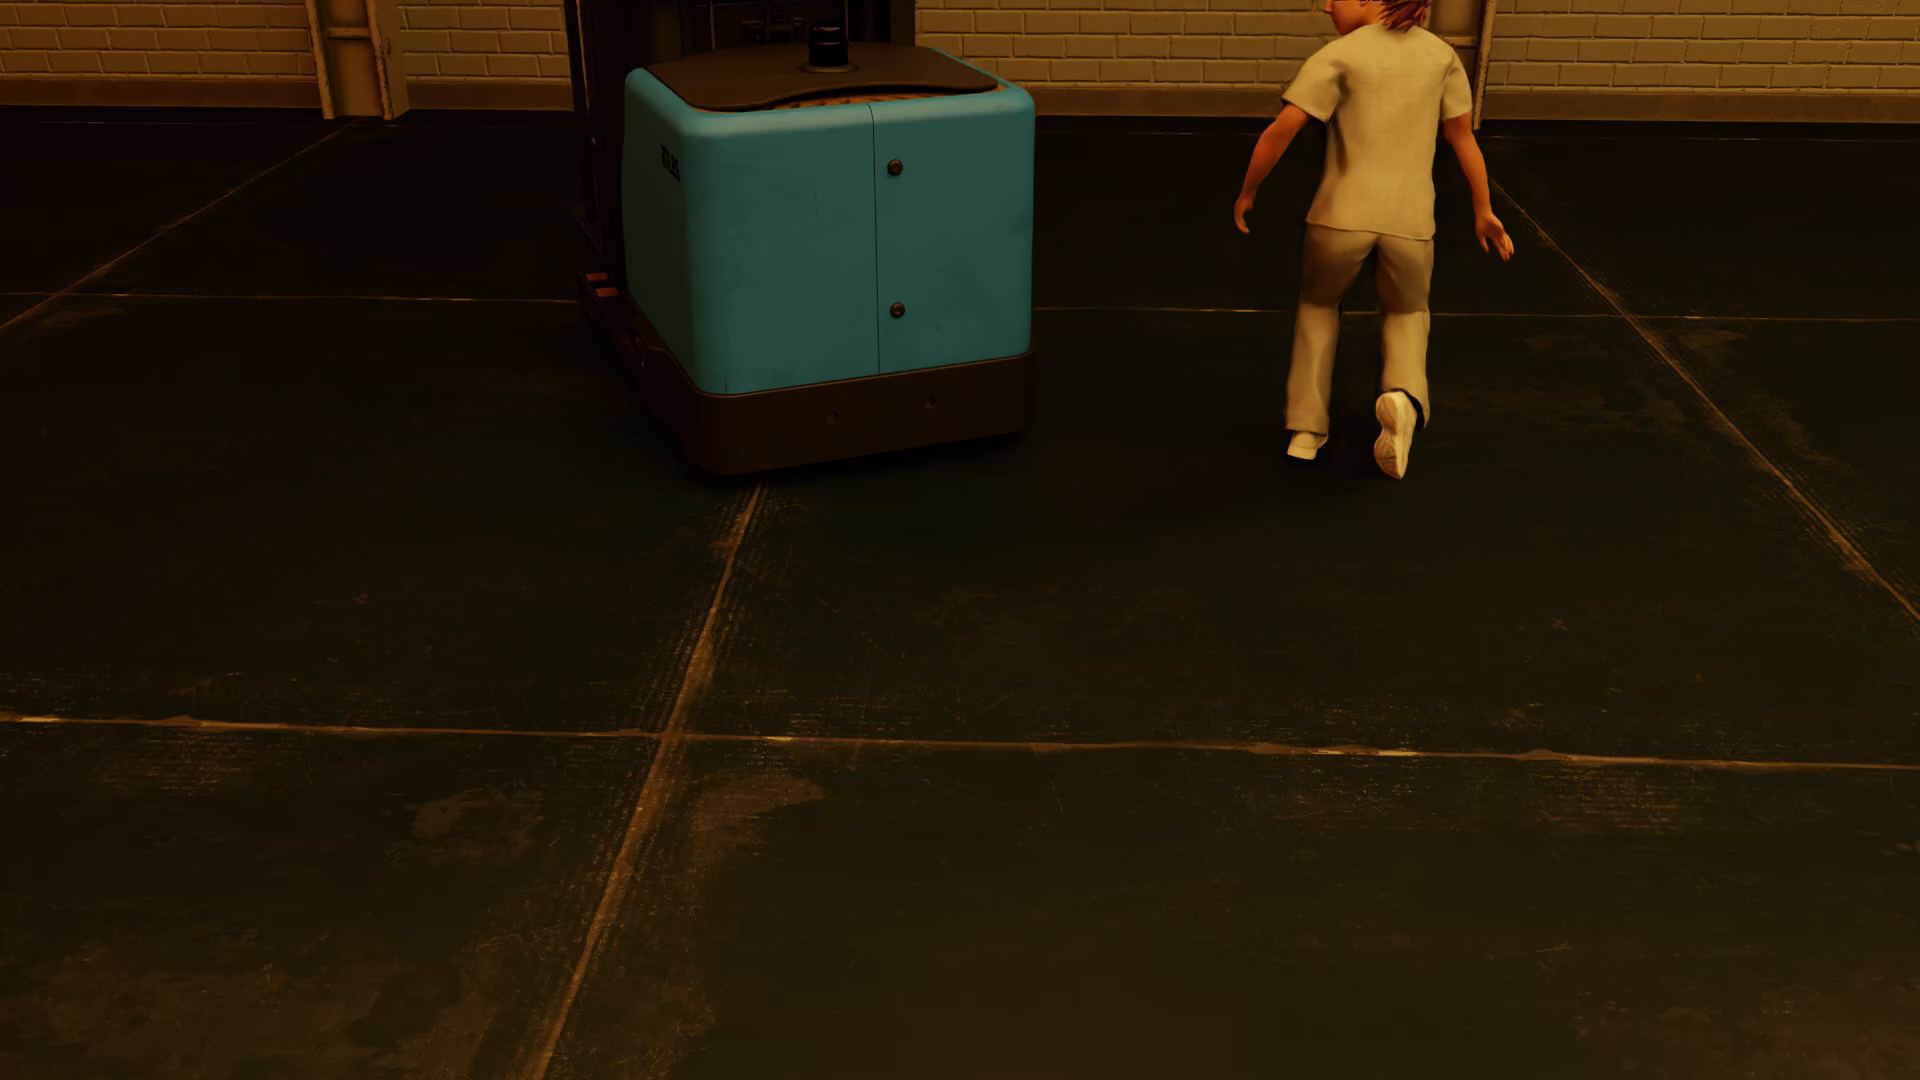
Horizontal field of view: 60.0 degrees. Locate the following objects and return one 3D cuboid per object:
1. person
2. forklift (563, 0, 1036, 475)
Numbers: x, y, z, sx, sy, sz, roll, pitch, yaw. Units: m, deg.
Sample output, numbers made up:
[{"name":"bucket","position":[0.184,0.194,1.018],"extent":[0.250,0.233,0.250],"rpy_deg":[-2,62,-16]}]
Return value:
[{"name":"person","position":[1.201,-0.926,4.745],"extent":[0.806,1.483,0.570],"rpy_deg":[0,26,0]},{"name":"forklift","position":[-0.786,-2.127,5.521],"extent":[1.130,2.935,3.031],"rpy_deg":[-10,28,-19]}]
